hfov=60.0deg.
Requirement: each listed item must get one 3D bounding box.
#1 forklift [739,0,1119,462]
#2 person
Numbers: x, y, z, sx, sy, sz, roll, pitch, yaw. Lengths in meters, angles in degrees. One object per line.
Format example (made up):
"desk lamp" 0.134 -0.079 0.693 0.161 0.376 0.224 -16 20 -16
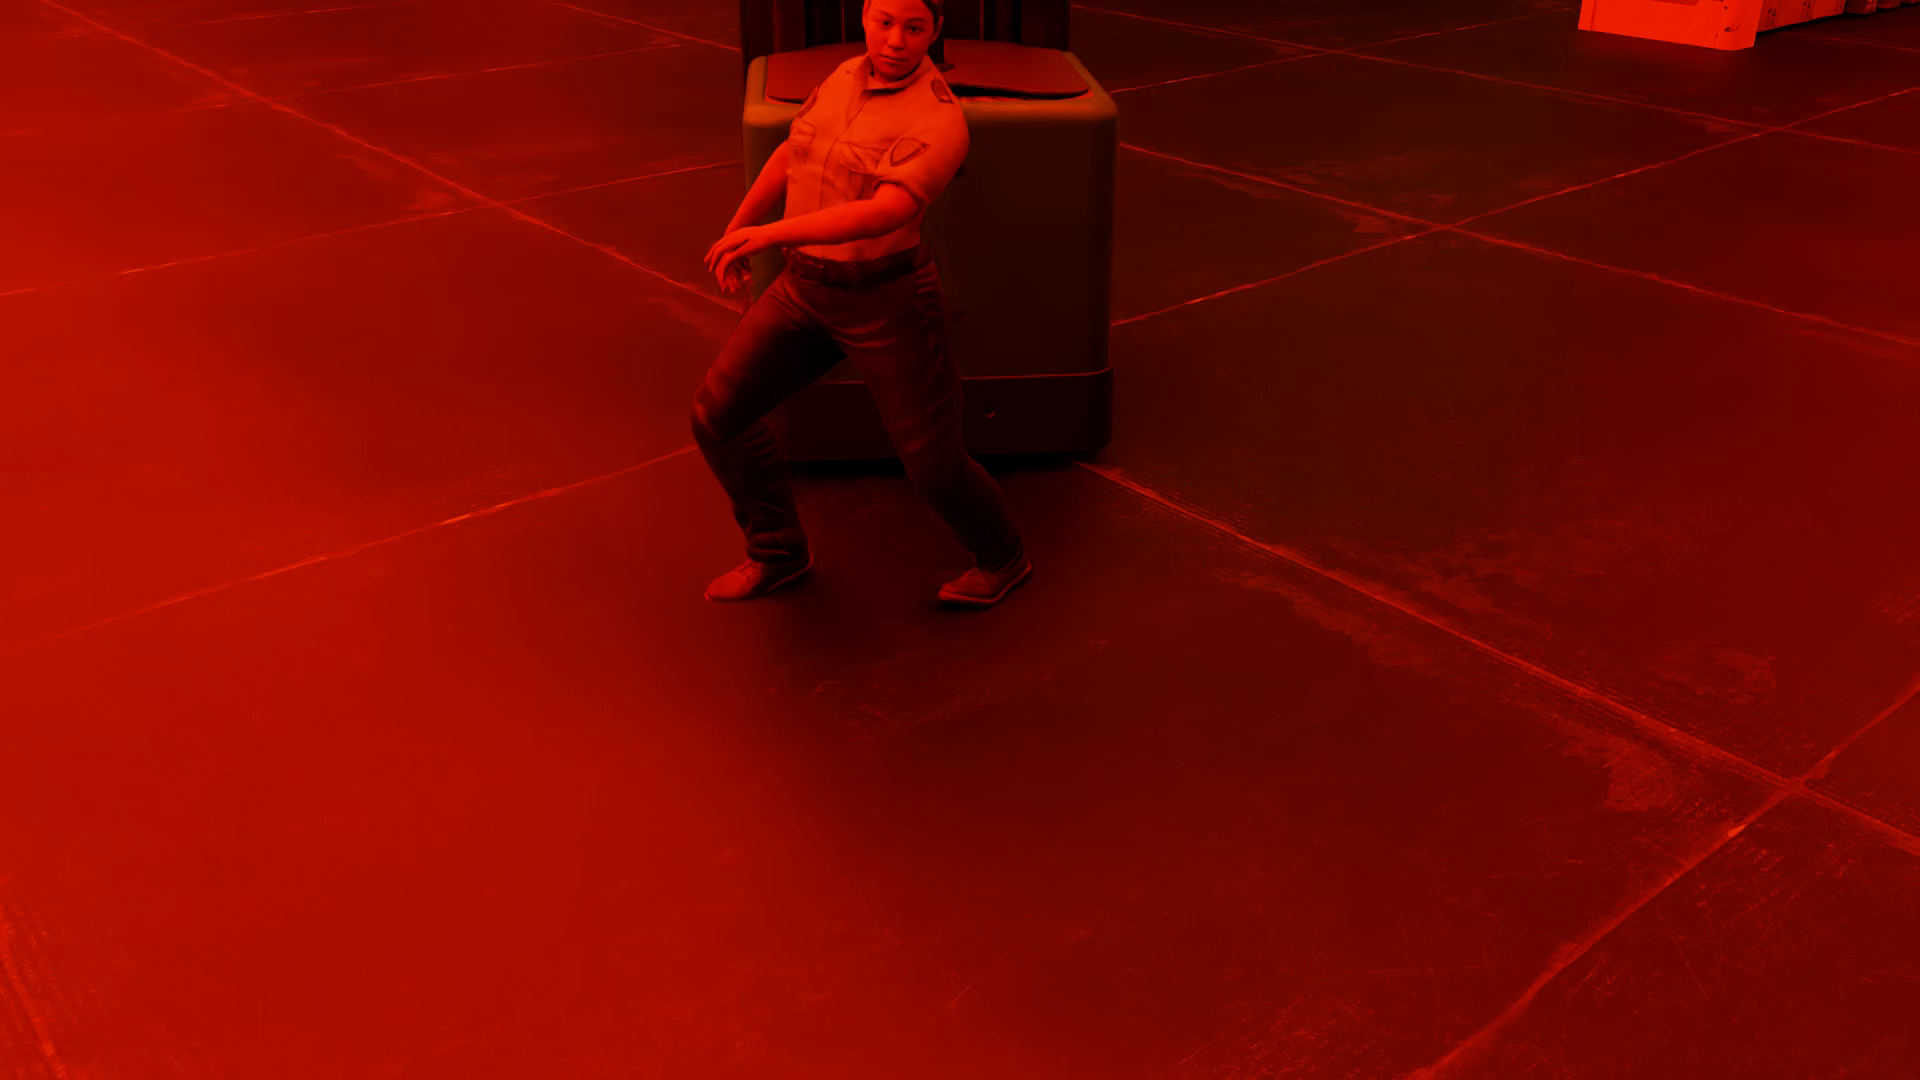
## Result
"forklift" -0.204 -2.159 5.555 1.130 2.935 3.031 -2 26 -5
"person" -0.322 -0.548 3.914 0.774 1.563 0.749 19 32 33
